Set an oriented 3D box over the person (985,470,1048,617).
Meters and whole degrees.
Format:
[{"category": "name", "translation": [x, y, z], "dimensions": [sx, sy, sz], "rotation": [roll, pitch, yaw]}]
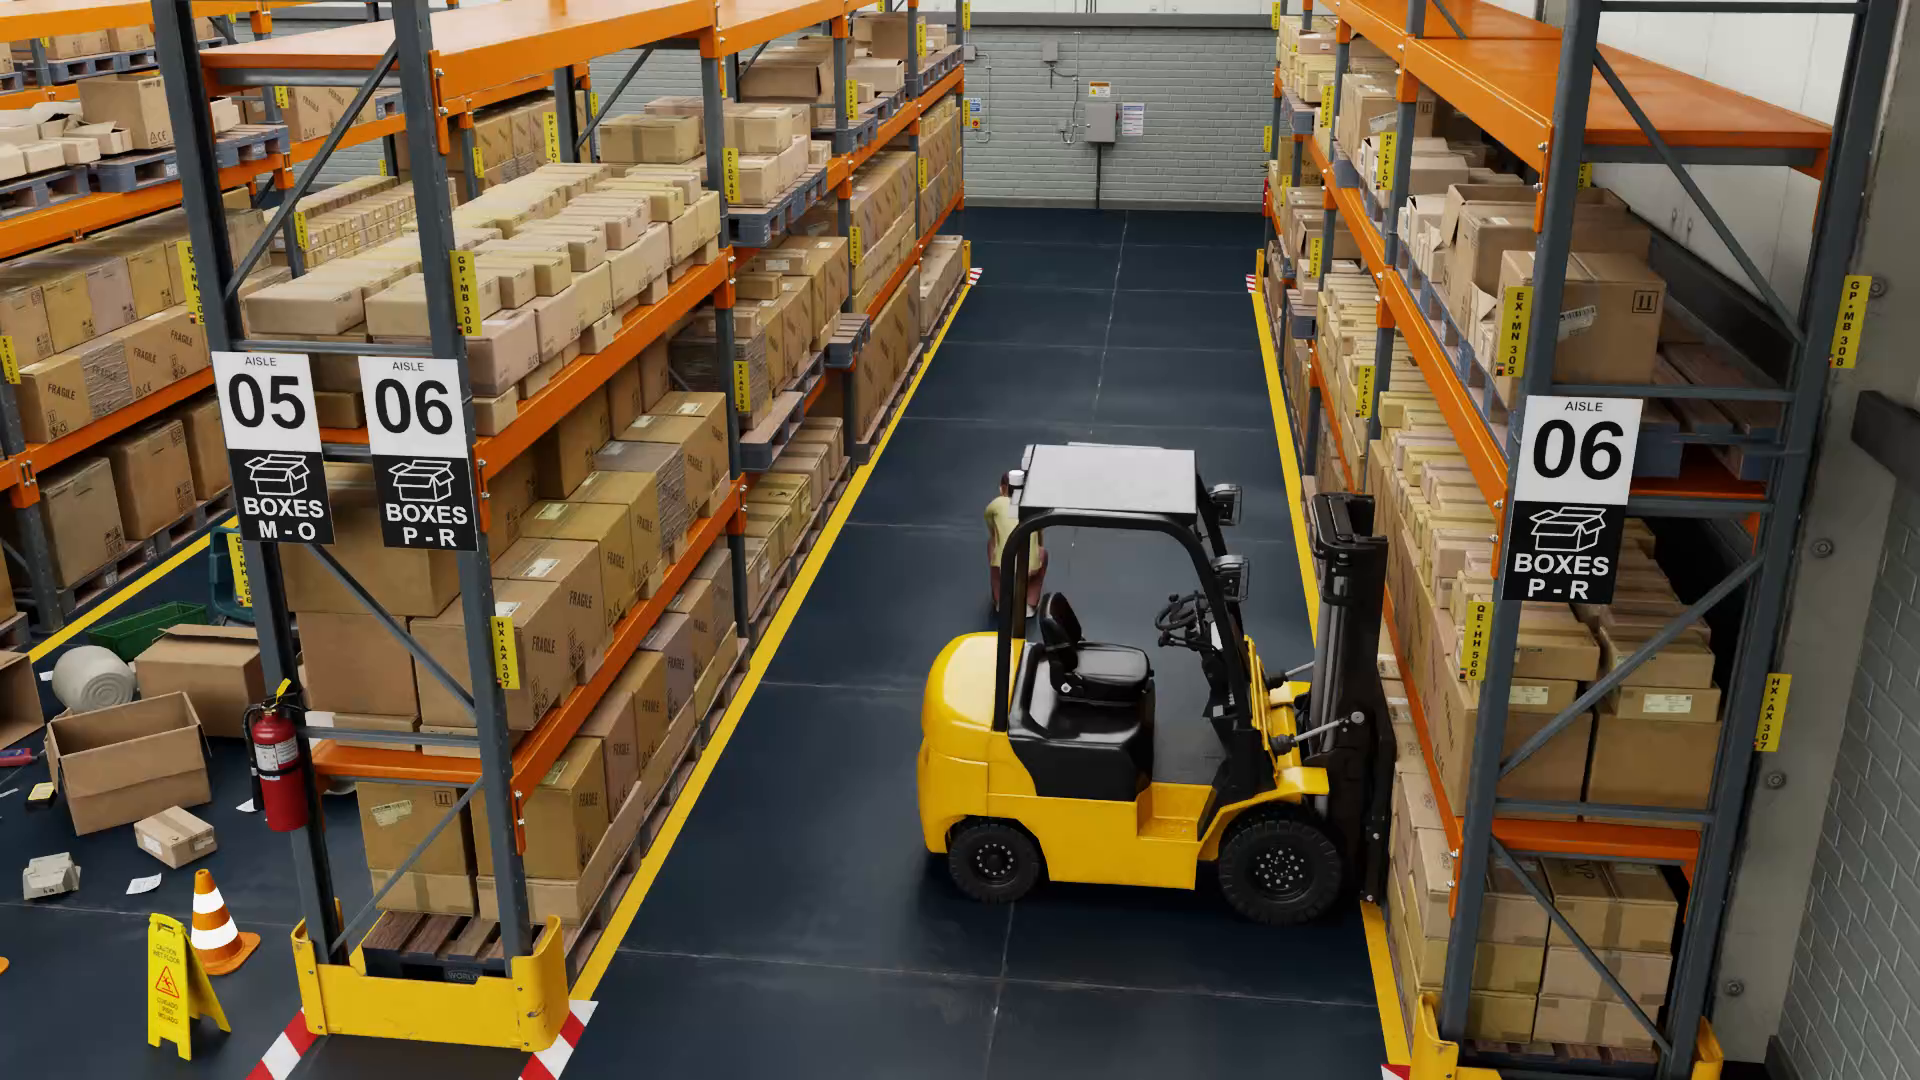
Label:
[{"category": "person", "translation": [0.404, 0.022, 12.059], "dimensions": [0.465, 0.939, 0.817], "rotation": [2, 21, 5]}]
